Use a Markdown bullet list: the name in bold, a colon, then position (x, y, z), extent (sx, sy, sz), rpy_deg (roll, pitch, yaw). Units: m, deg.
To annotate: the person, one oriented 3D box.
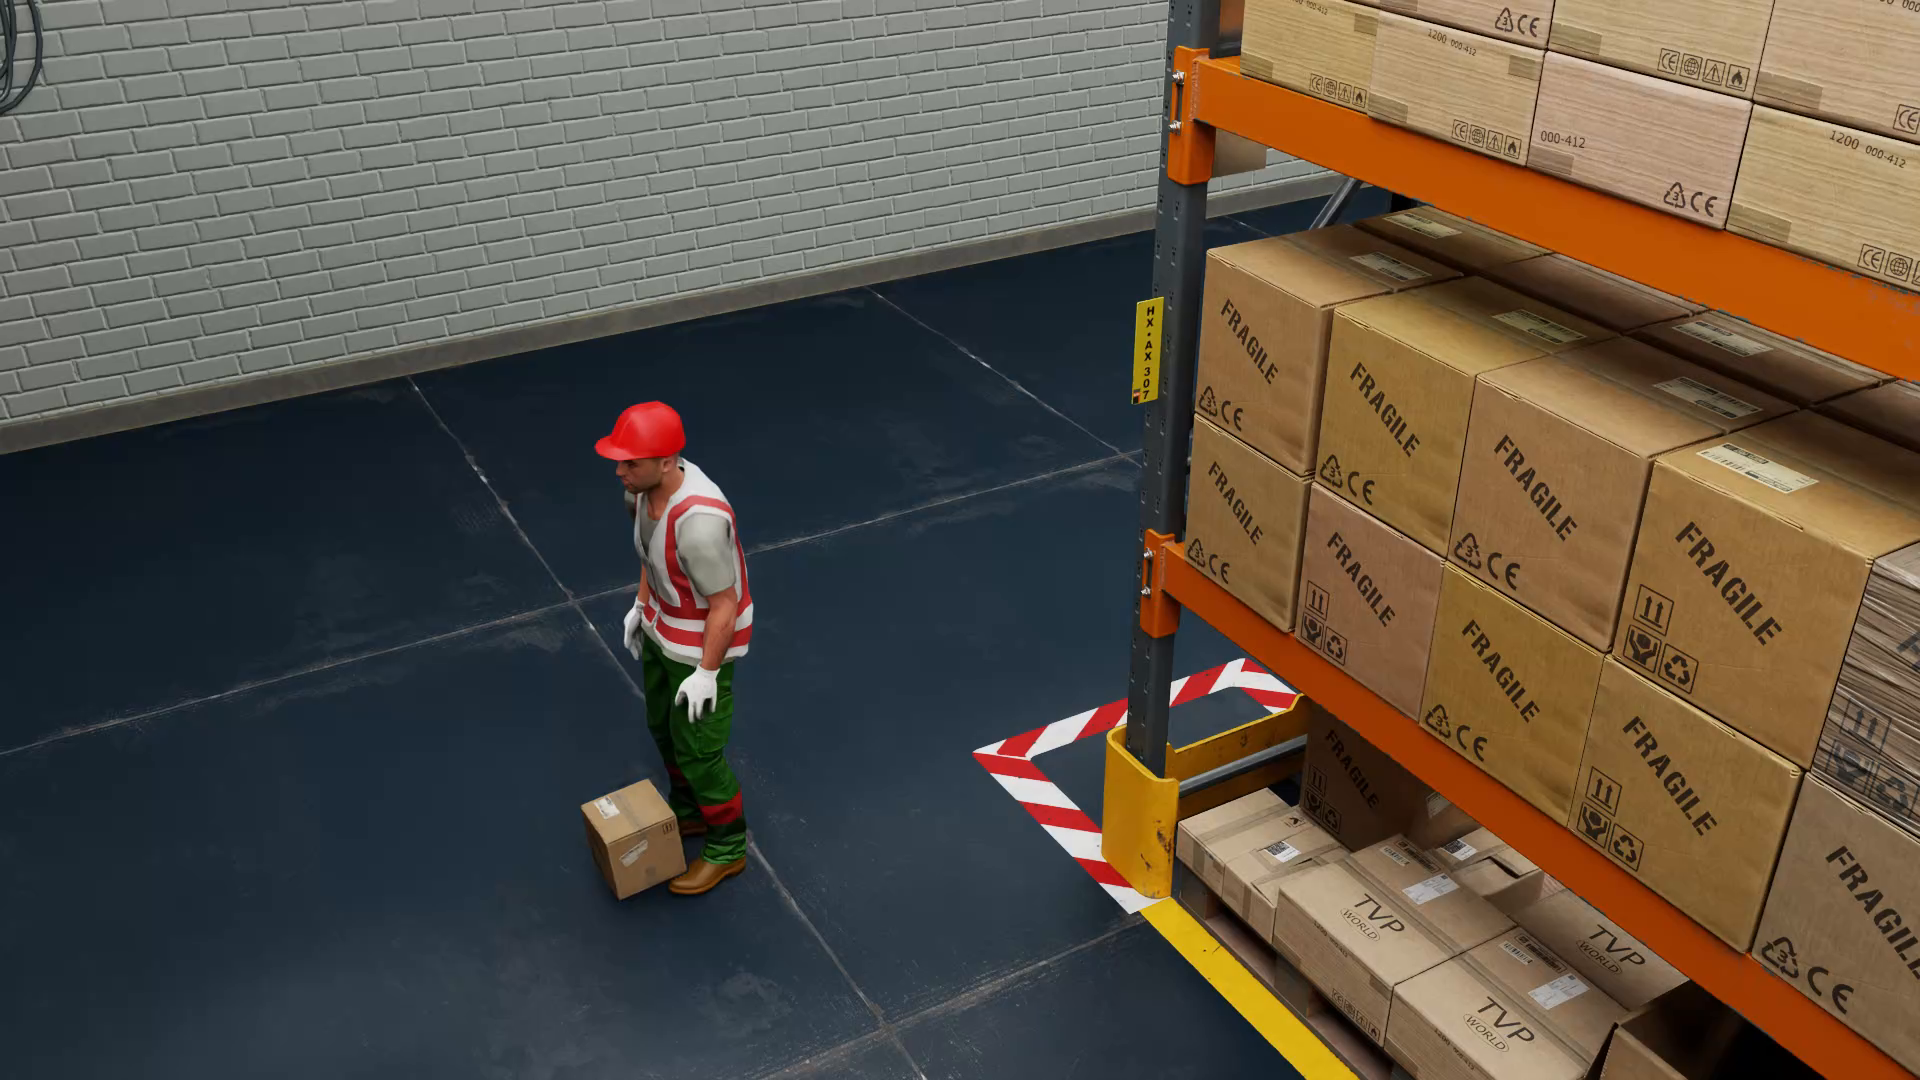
- **person**: position (-0.916, 0.348, 5.473), extent (0.438, 1.781, 0.574), rpy_deg (-17, 33, -28)
